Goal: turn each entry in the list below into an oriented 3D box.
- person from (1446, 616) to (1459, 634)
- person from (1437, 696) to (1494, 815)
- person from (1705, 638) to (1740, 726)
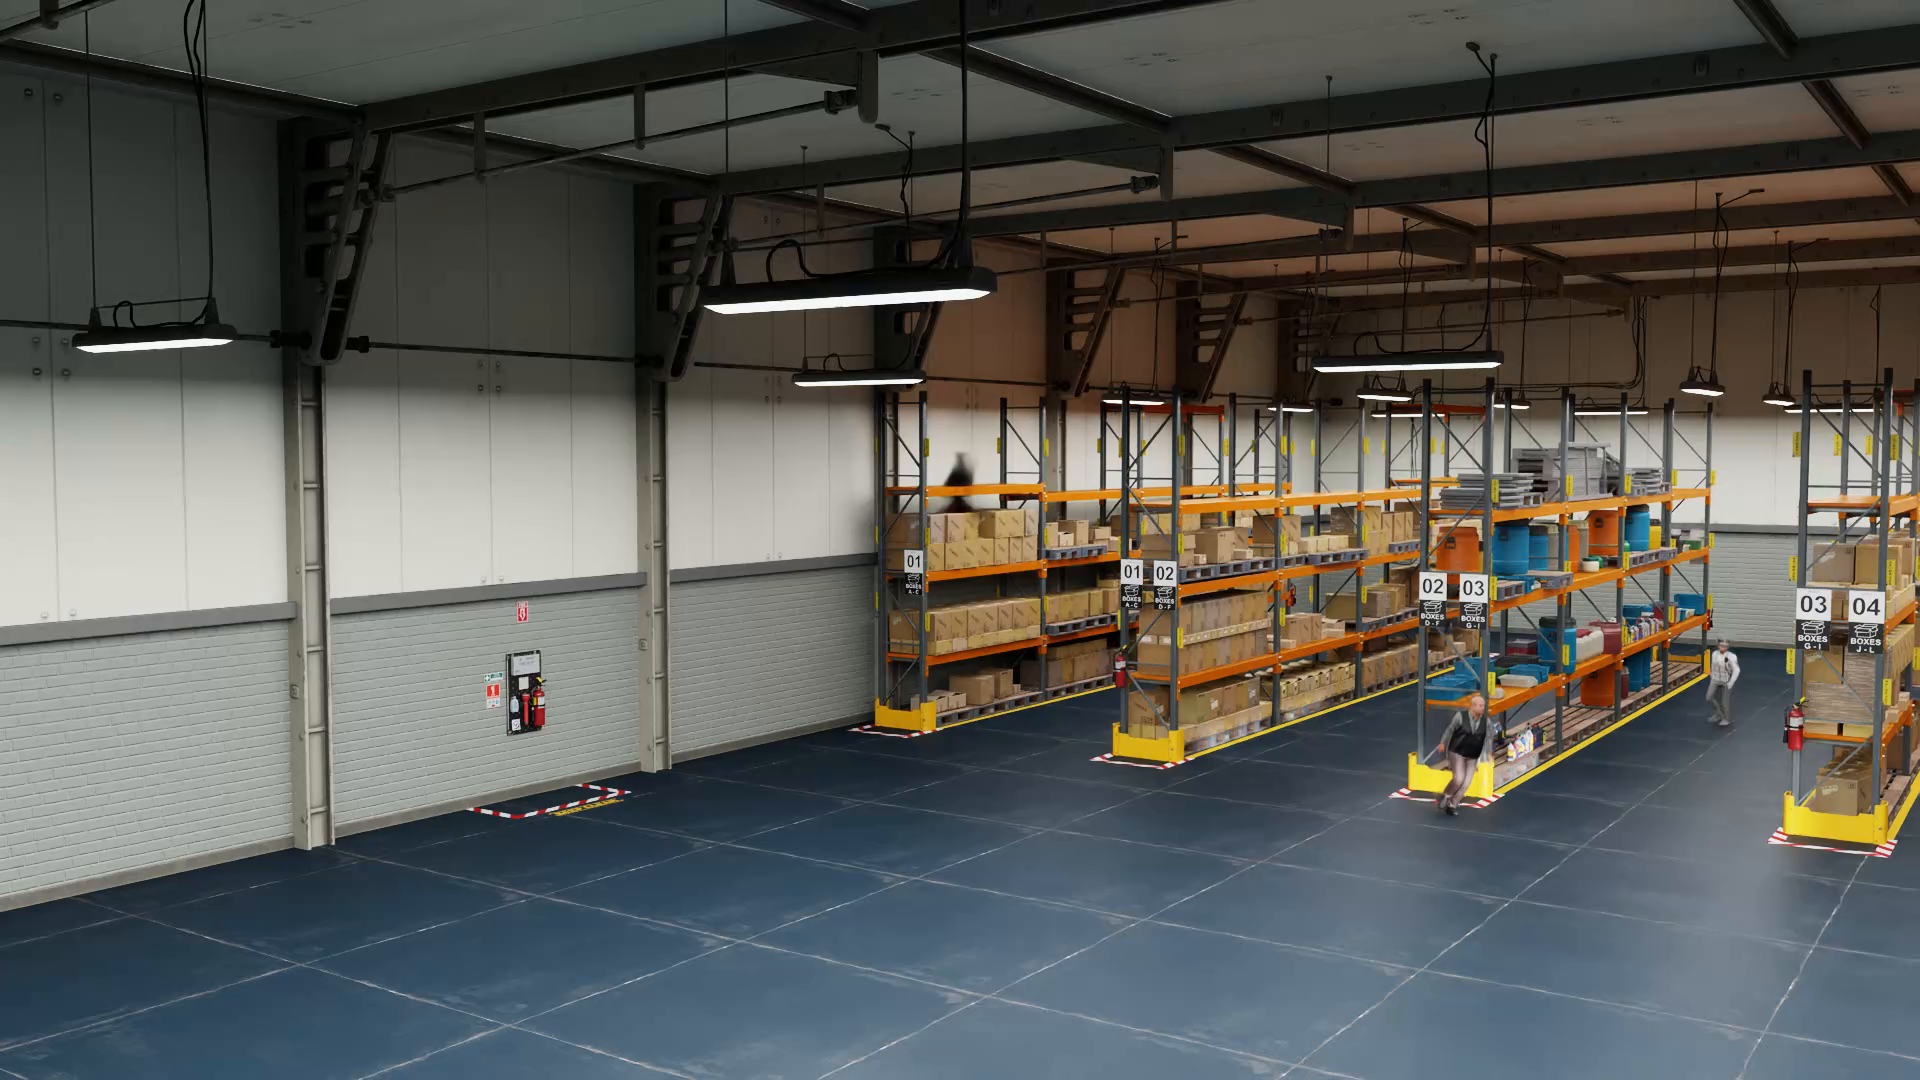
[{"bbox_3d":[12.186,1.877,41.496,0.412,1.616,0.692,-1,3,-17],"label":"person"},{"bbox_3d":[6.864,2.919,22.536,0.677,1.650,0.726,0,3,-9],"label":"person"},{"bbox_3d":[13.654,2.540,29.738,0.659,1.612,0.608,-3,4,-45],"label":"person"}]
